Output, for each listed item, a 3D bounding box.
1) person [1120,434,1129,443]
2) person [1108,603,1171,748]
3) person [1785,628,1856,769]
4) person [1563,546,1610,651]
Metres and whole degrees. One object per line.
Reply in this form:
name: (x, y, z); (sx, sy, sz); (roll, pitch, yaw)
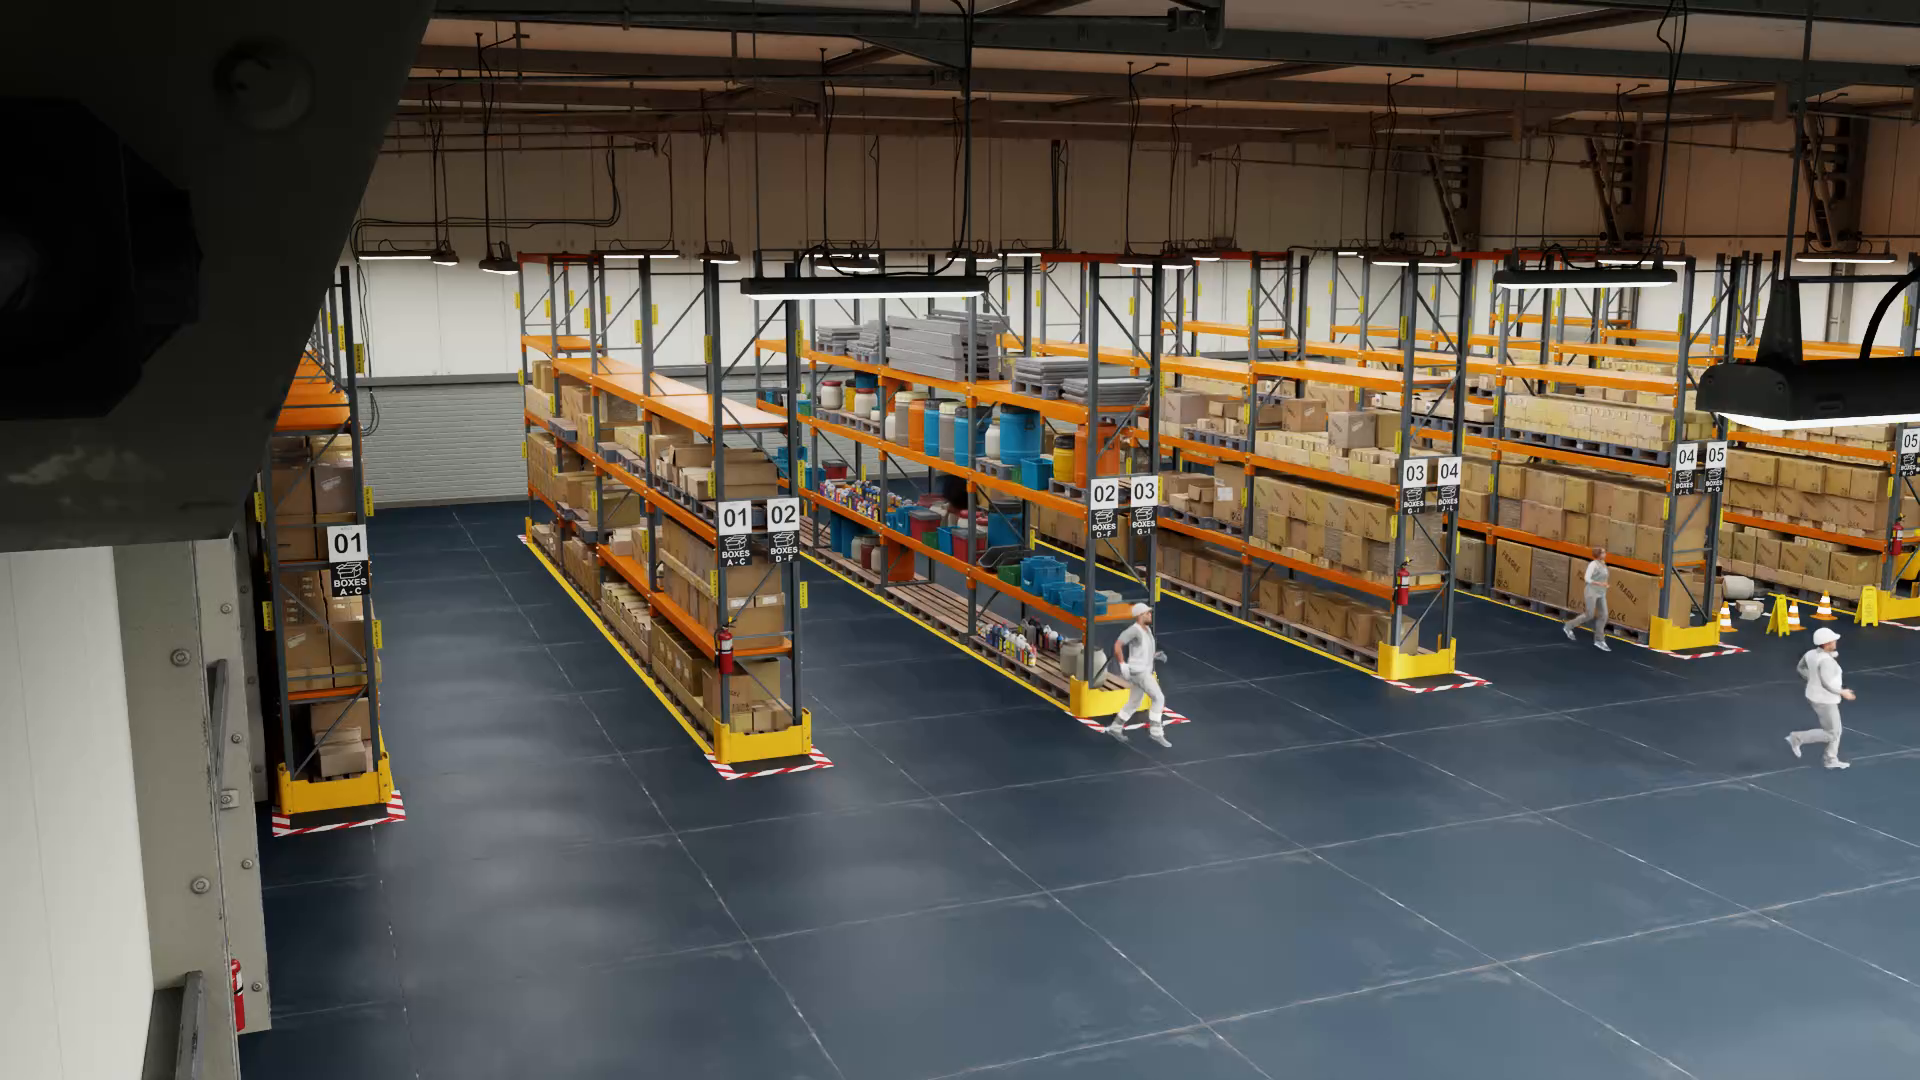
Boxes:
person: (3.954, -1.880, 40.705); (0.868, 1.659, 0.628); (-8, 13, -38)
person: (2.300, 1.675, 20.912); (0.816, 1.772, 0.681); (3, 11, 16)
person: (10.312, 1.899, 19.911); (0.808, 1.737, 0.676); (1, 10, 6)
person: (9.839, 0.871, 25.876); (0.542, 1.603, 0.782); (-8, 13, -37)
